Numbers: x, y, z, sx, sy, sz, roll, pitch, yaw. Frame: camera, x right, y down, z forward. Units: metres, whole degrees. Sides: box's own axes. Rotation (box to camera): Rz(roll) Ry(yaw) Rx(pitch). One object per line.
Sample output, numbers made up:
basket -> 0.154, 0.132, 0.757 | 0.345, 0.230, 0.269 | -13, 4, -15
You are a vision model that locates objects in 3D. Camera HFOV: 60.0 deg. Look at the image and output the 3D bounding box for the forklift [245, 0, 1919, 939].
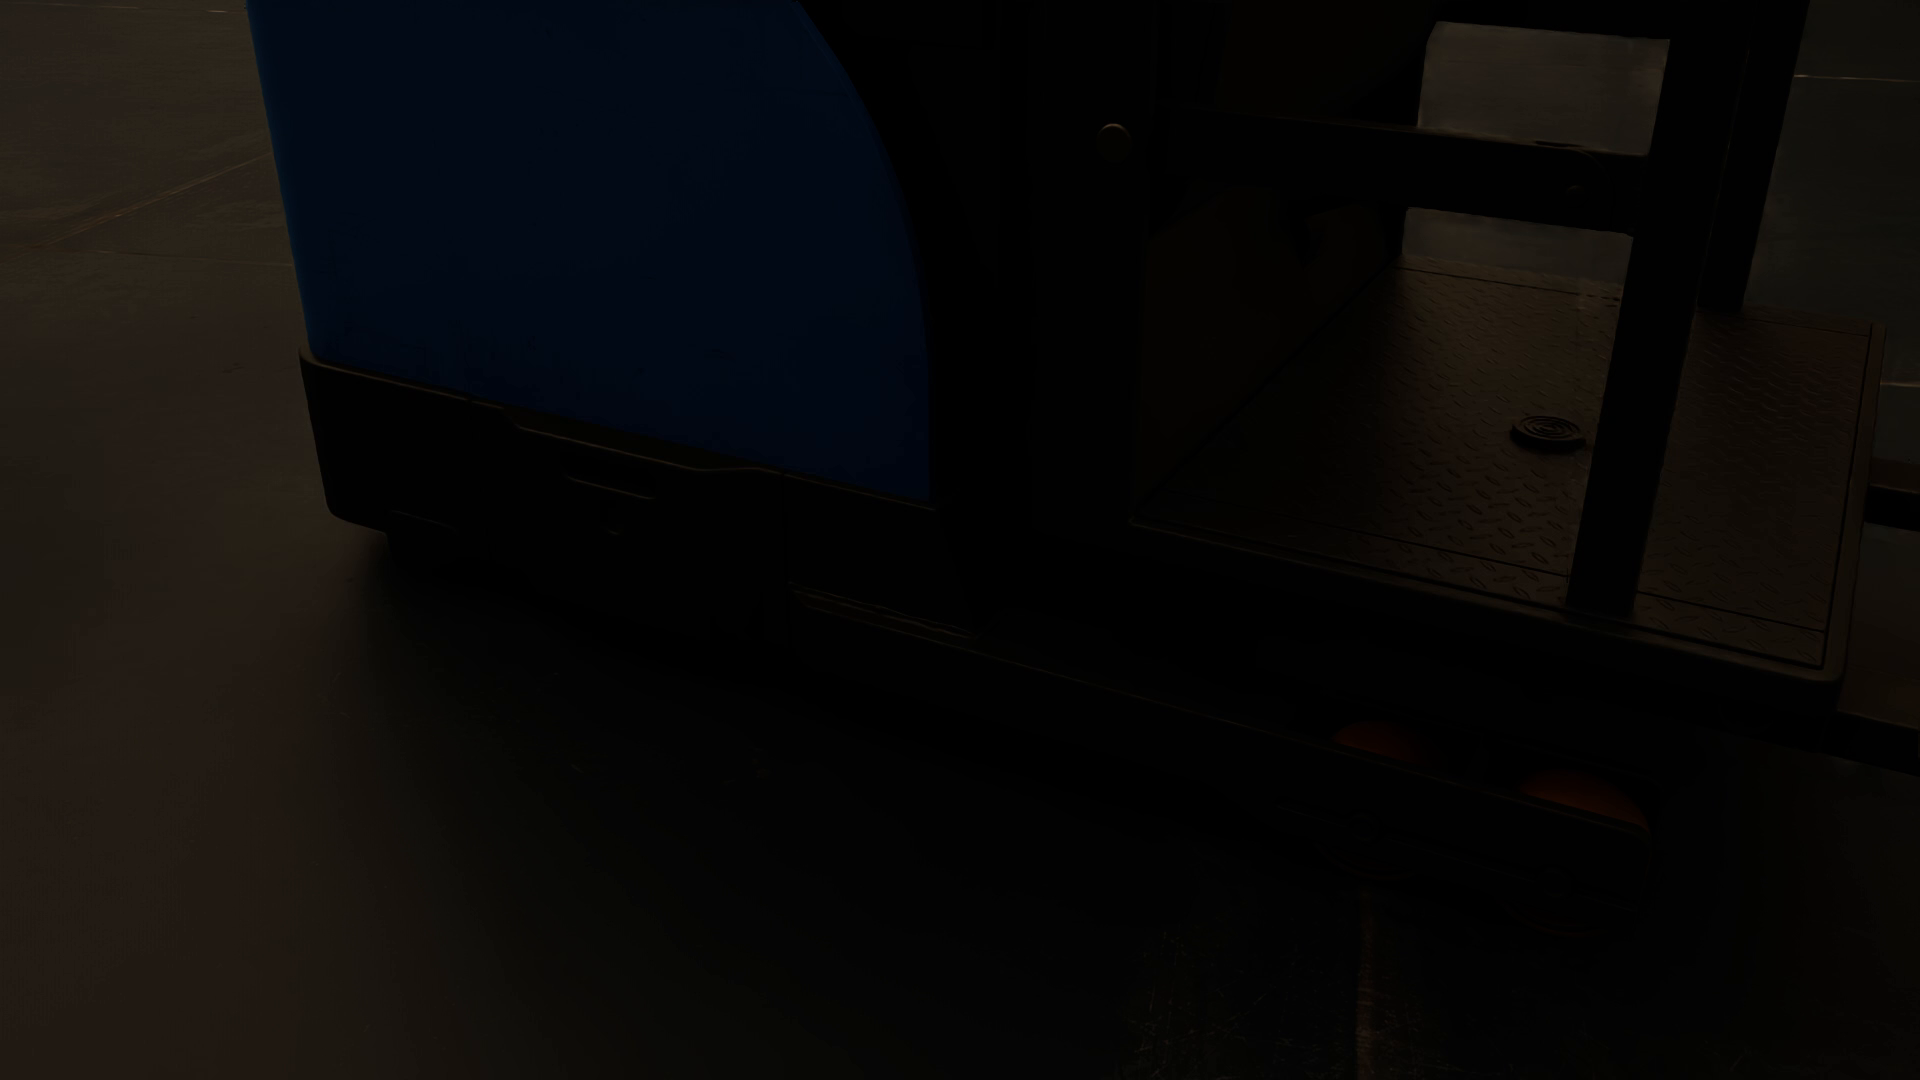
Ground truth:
forklift -> 0.607, -1.178, 1.581 | 3.031, 2.935, 1.130 | 14, 30, 25
